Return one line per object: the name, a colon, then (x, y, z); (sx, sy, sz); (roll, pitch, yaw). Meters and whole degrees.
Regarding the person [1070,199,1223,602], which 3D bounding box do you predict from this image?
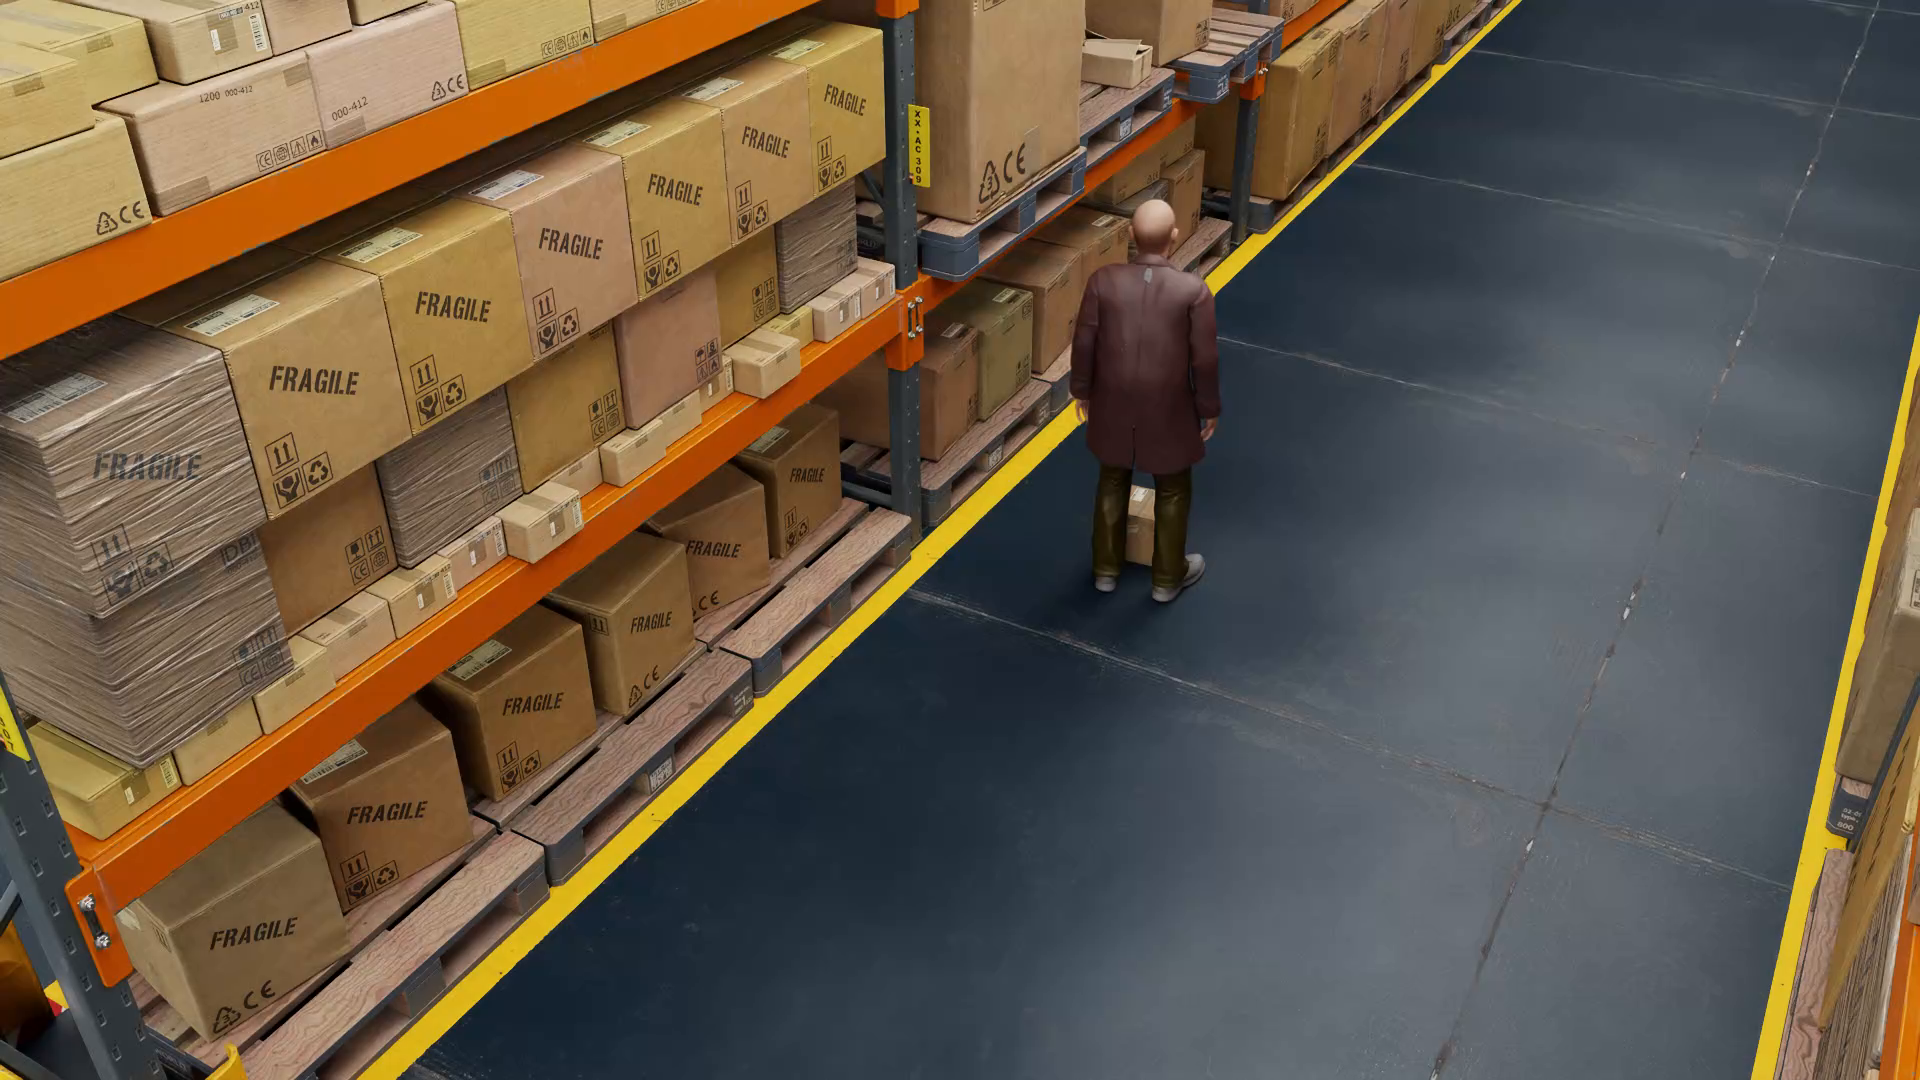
person: (0.776, -0.561, 7.010); (0.654, 1.759, 0.419); (11, 35, 16)
